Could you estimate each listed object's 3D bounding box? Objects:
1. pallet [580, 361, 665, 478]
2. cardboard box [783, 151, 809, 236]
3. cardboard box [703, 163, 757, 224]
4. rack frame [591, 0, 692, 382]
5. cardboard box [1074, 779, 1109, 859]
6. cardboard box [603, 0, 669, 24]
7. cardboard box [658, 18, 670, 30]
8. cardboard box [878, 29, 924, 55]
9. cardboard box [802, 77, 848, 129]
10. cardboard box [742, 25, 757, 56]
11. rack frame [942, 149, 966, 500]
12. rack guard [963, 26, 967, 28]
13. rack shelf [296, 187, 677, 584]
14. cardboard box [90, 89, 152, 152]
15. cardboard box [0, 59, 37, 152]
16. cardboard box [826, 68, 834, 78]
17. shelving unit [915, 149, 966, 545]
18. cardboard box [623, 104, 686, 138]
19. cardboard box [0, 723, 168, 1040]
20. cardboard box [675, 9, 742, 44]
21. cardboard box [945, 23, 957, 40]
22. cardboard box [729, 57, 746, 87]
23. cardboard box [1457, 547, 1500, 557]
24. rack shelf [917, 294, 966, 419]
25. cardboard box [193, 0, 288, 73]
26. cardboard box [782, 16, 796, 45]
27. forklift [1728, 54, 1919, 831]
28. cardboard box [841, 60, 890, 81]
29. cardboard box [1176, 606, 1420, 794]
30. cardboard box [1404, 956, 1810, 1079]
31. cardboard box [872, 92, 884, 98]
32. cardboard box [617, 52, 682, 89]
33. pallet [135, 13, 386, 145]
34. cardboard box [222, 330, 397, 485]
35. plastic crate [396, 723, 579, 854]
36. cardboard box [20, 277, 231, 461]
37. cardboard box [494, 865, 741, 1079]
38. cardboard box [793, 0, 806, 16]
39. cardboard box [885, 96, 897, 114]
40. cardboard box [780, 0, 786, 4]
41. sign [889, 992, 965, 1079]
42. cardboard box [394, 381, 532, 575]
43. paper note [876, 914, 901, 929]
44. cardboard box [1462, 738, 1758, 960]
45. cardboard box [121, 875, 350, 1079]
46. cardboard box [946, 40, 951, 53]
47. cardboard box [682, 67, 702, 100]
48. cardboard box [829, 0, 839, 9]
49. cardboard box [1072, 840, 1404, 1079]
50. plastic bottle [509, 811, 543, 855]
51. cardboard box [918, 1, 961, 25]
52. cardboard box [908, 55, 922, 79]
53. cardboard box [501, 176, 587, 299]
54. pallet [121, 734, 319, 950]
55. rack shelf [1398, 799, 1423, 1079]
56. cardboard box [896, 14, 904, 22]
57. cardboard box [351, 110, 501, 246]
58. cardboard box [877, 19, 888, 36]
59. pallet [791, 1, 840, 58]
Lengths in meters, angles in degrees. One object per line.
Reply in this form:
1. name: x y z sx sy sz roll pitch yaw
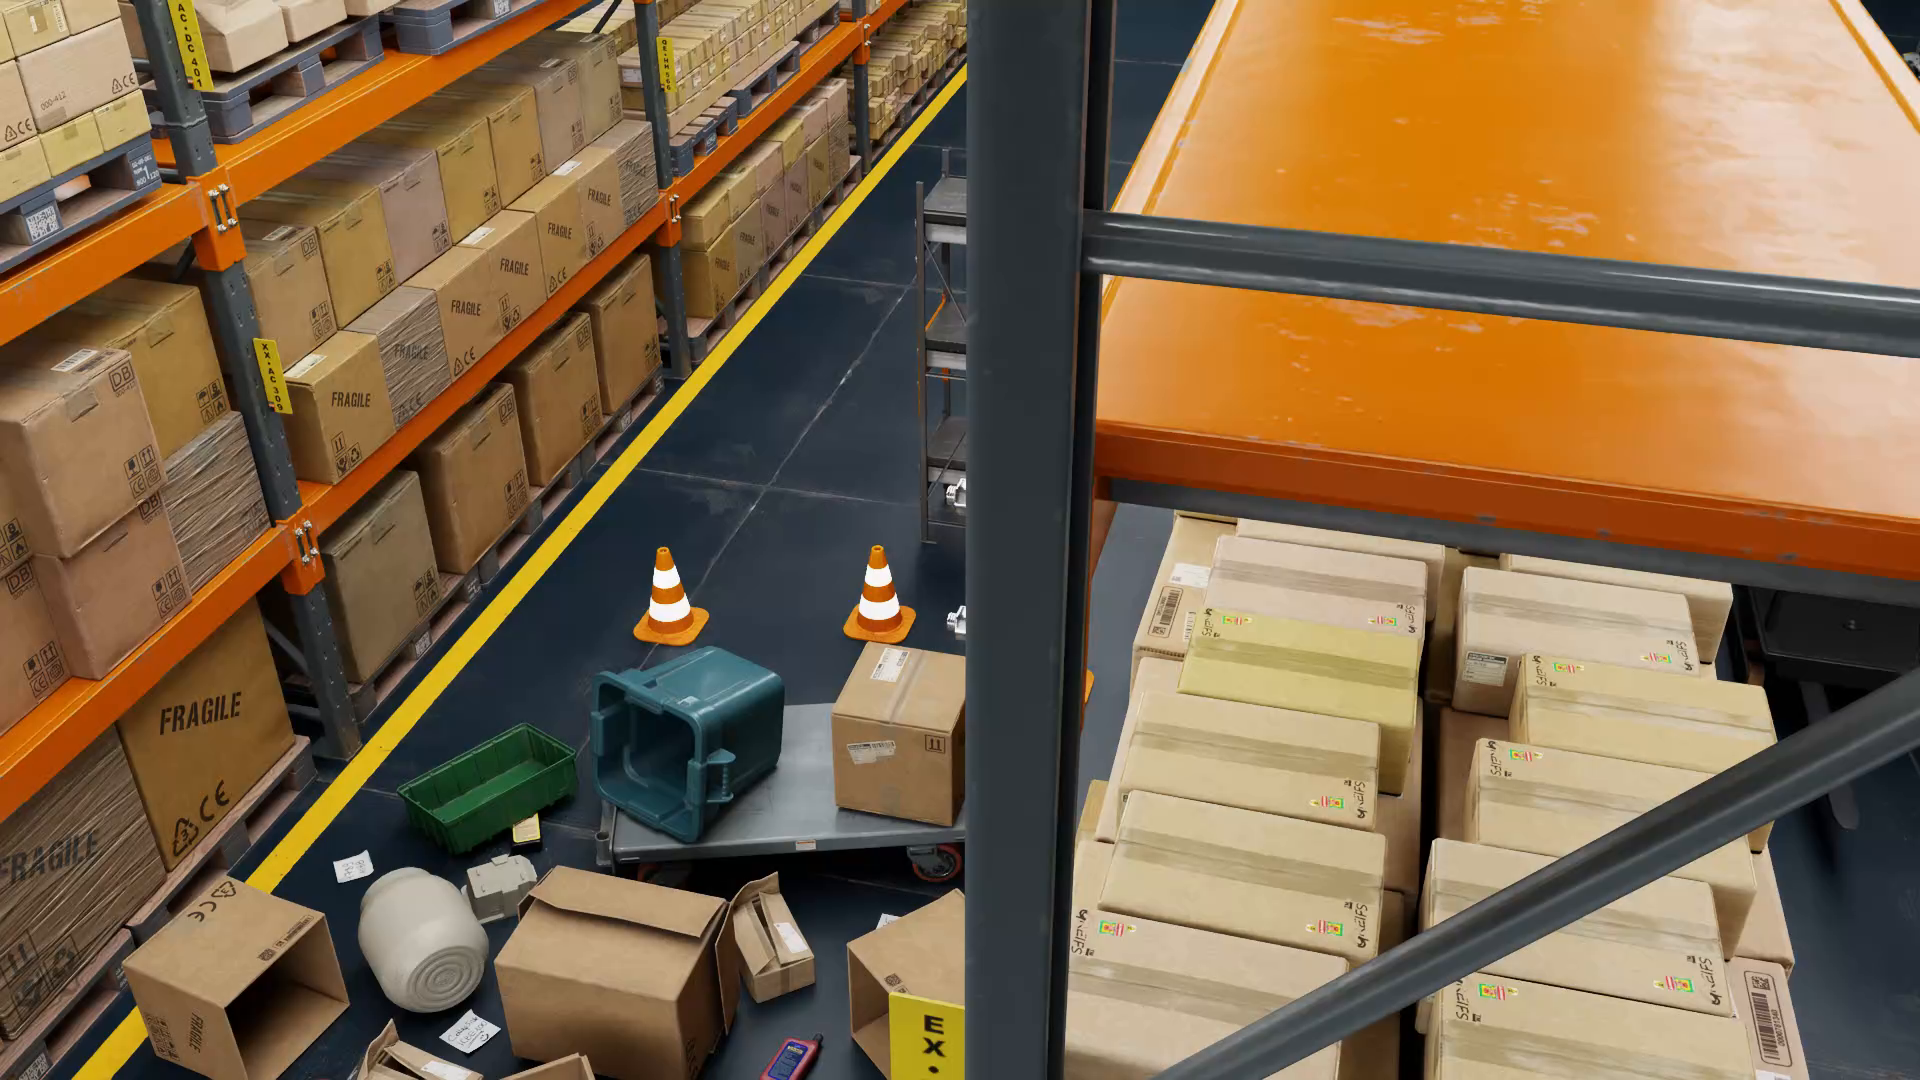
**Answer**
1. pallet: -2.554 -0.832 10.432 1.003 0.211 1.213 8 33 12
2. cardboard box: -1.475 -2.656 12.640 0.500 0.500 0.500 7 33 11
3. cardboard box: -1.743 -2.435 11.593 0.500 0.250 0.500 8 33 12
4. rack frame: -2.281 -2.408 10.312 1.000 3.000 0.127 8 33 12
5. cardboard box: 0.587 0.940 3.742 0.700 0.500 0.500 8 33 12
6. cardboard box: -2.269 -3.718 11.660 0.380 0.149 0.250 10 34 15
7. cardboard box: -2.271 -3.593 11.741 0.380 0.149 0.250 9 34 14
8. cardboard box: -0.556 -4.667 15.576 0.380 0.149 0.250 8 33 13
9. cardboard box: -1.210 -3.502 13.271 0.500 0.250 0.500 7 33 11
10. cardboard box: -1.638 -3.497 11.590 0.380 0.149 0.250 8 33 12
11. rack frame: 0.104 -1.099 9.091 0.400 2.100 0.015 8 33 12
12. rack guard: -0.270 -5.465 17.450 1.175 0.500 0.348 8 33 12
13. rack shelf: -2.788 -1.067 8.872 1.077 0.370 4.000 8 33 12
14. cardboard box: -3.079 -1.479 5.804 0.380 0.149 0.250 8 33 12
15. cardboard box: -3.301 -1.327 5.193 0.500 0.250 0.500 8 33 12
16. cardboard box: -1.344 -4.197 14.837 0.380 0.149 0.250 8 33 12
17. shelving unit: 0.042 -0.972 8.892 0.431 2.100 0.503 8 33 12
18. cardboard box: -1.972 -2.684 10.588 0.380 0.149 0.250 8 33 12
19. cardboard box: -3.748 1.172 6.269 0.875 0.875 0.875 8 33 13
20. cardboard box: -1.709 -3.488 11.299 0.380 0.149 0.250 10 34 15
21. cardboard box: -0.239 -5.076 16.498 0.380 0.149 0.250 7 33 10
22. cardboard box: -1.703 -3.242 11.466 0.380 0.149 0.250 9 34 14
23. cardboard box: 1.207 -0.073 3.334 0.380 0.149 0.250 9 33 13
24. rack shelf: 0.042 -0.960 8.899 0.431 0.518 0.480 8 33 12
25. cardboard box: -2.901 -2.040 6.578 0.258 0.266 0.396 7 33 12
26. cardboard box: -1.434 -3.783 12.317 0.380 0.149 0.250 7 33 10
27. forklift: 4.424 -0.577 7.495 1.130 2.935 3.031 8 33 13
28. cardboard box: -0.834 -4.132 14.735 0.380 0.149 0.250 8 33 12
29. cardboard box: 0.567 0.265 2.802 0.380 0.149 0.250 8 33 13
30. cardboard box: 0.888 0.812 2.313 0.500 0.250 0.500 7 33 12
31. cardboard box: -0.887 -3.871 14.602 0.380 0.149 0.250 8 33 13
32. cardboard box: -1.975 -2.946 10.446 0.380 0.149 0.250 8 33 12
33. pallet: -3.111 -2.000 7.052 0.805 0.209 1.217 7 33 10
34. cardboard box: -2.902 -0.611 7.391 0.500 0.500 0.500 8 33 13
35. plastic crate: -2.073 1.099 7.363 0.662 0.188 0.450 -28 32 -37
36. cardboard box: -3.423 -0.664 6.423 0.875 0.550 0.550 8 33 12
37. cardboard box: -1.271 1.619 6.178 0.797 0.637 0.503 8 33 12
38. cardboard box: -1.372 -4.039 12.443 0.380 0.149 0.250 7 33 11
39. cardboard box: -0.782 -3.877 14.889 0.380 0.149 0.250 8 33 12
40. cardboard box: -1.446 -4.034 12.158 0.380 0.149 0.250 7 33 11
41. sign: -0.029 0.639 1.897 0.100 0.325 0.005 8 33 12
42. cardboard box: -2.977 -0.395 8.850 1.050 0.750 0.750 8 33 12
43. paper note: -0.267 1.585 6.798 0.148 0.019 0.142 8 33 12
44. cardboard box: 0.962 0.458 2.499 0.380 0.149 0.250 8 33 12
45. cardboard box: -2.697 1.667 6.230 0.500 0.500 0.500 14 35 21
46. cardboard box: -0.300 -4.959 16.591 0.380 0.149 0.250 8 33 12
47. cardboard box: -1.897 -2.969 10.760 0.380 0.149 0.250 10 34 15
48. cardboard box: -1.175 -4.322 13.165 0.380 0.149 0.250 7 33 11
49. cardboard box: 0.372 0.735 2.435 0.500 0.250 0.500 8 33 12
50. plastic bottle: -1.906 1.257 7.286 0.133 0.061 0.283 -8 33 -13
51. cardboard box: -0.202 -5.201 16.417 0.380 0.149 0.250 7 33 11
52. cardboard box: -0.571 -4.404 15.440 0.380 0.149 0.250 8 33 12
53. cardboard box: -2.390 -1.662 9.045 0.500 0.500 0.500 7 33 12
54. pallet: -3.564 1.228 7.191 1.003 0.211 1.213 8 33 12
55. rack shelf: 1.010 0.365 3.825 1.077 0.370 4.000 8 33 12
56. cardboard box: -0.732 -5.149 16.611 0.380 0.149 0.250 8 33 13
57. cardboard box: -2.789 -1.846 8.403 0.700 0.500 0.500 8 33 12
58. cardboard box: -0.916 -5.004 16.106 0.380 0.149 0.250 9 34 14
59. pallet: -1.600 -4.026 13.035 1.003 0.211 1.213 8 33 12
